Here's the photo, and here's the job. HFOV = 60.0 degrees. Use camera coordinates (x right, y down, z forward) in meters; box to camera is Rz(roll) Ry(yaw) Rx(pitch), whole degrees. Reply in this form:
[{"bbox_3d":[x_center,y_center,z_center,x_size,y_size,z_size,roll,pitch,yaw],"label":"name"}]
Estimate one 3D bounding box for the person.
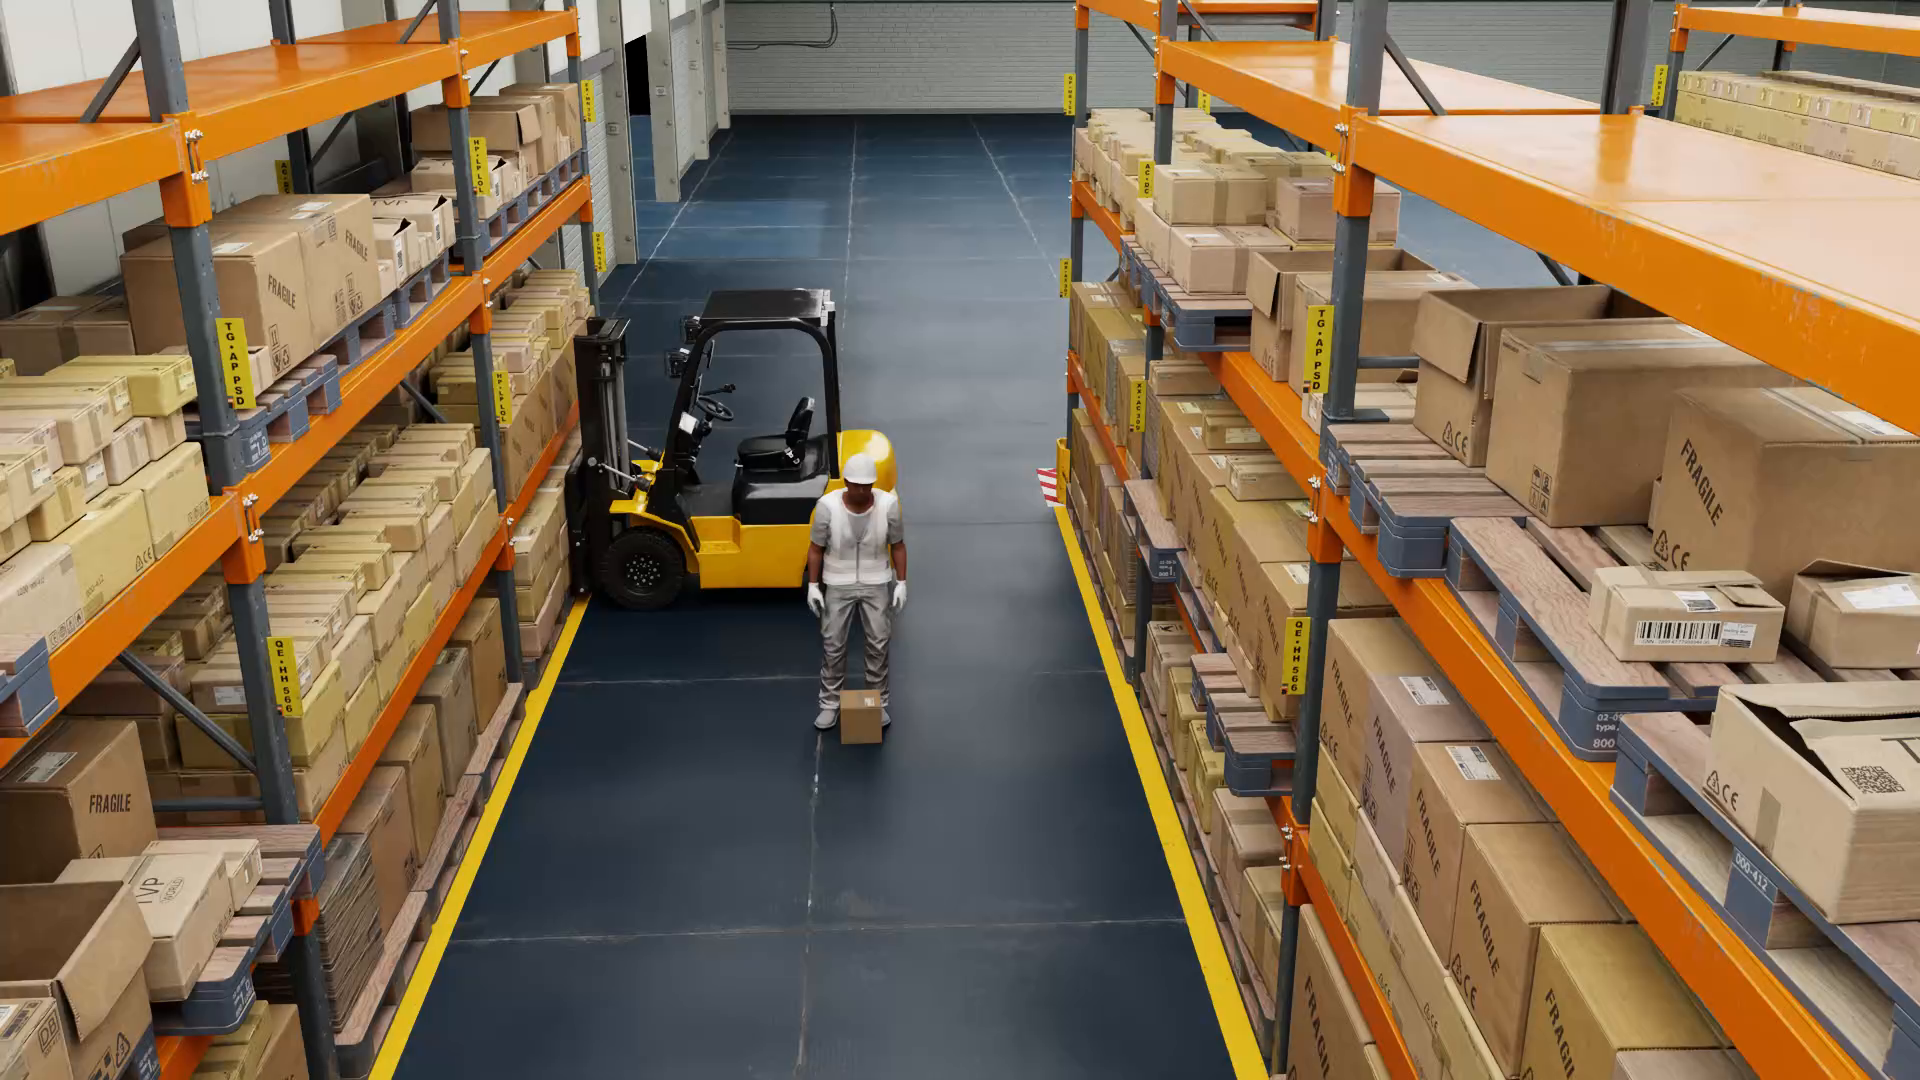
[{"bbox_3d":[-0.631,0.301,10.244,0.621,1.773,0.450,-2,20,-6],"label":"person"}]
